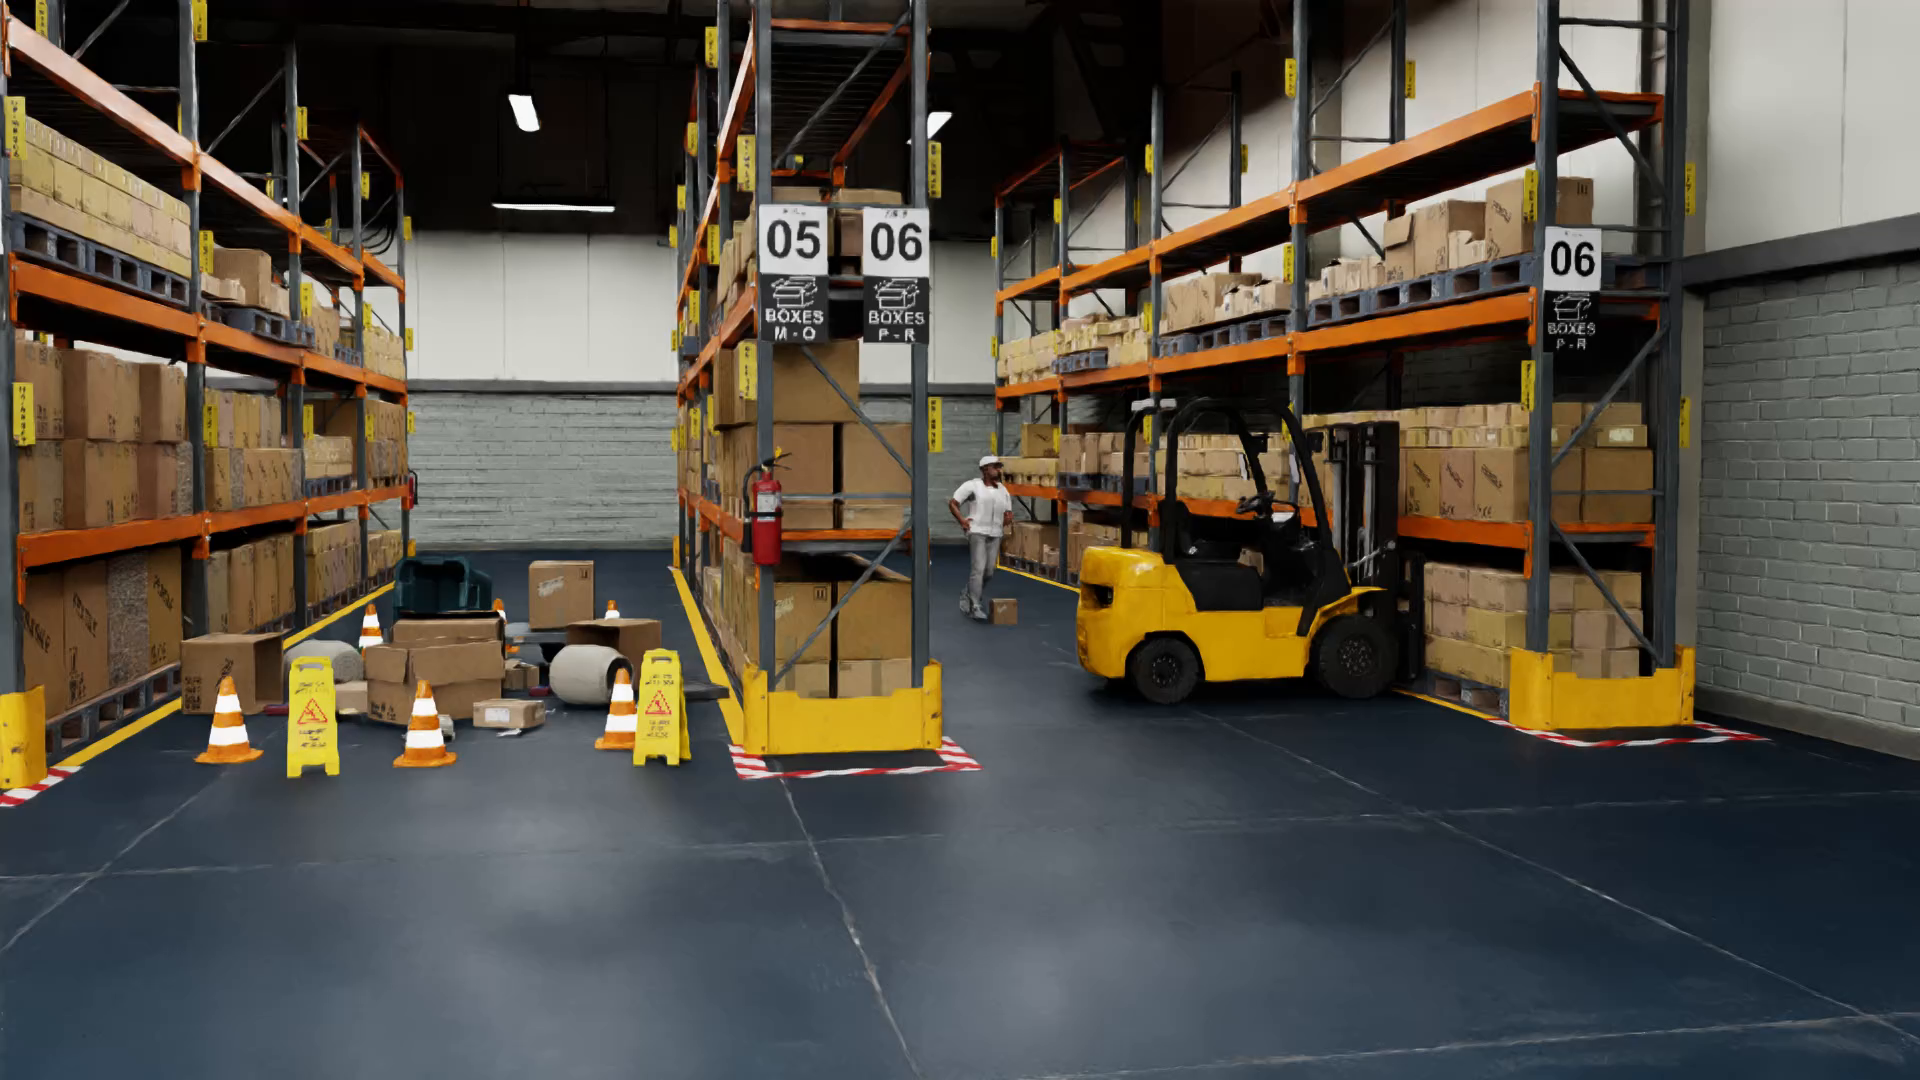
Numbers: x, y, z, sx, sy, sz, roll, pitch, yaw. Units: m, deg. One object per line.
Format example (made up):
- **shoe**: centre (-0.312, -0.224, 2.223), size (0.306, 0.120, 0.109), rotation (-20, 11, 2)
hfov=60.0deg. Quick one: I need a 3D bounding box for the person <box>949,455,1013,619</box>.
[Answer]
- **person**: centre (0.310, -0.048, 17.800), size (0.720, 1.721, 0.767), rotation (-2, 3, -30)
